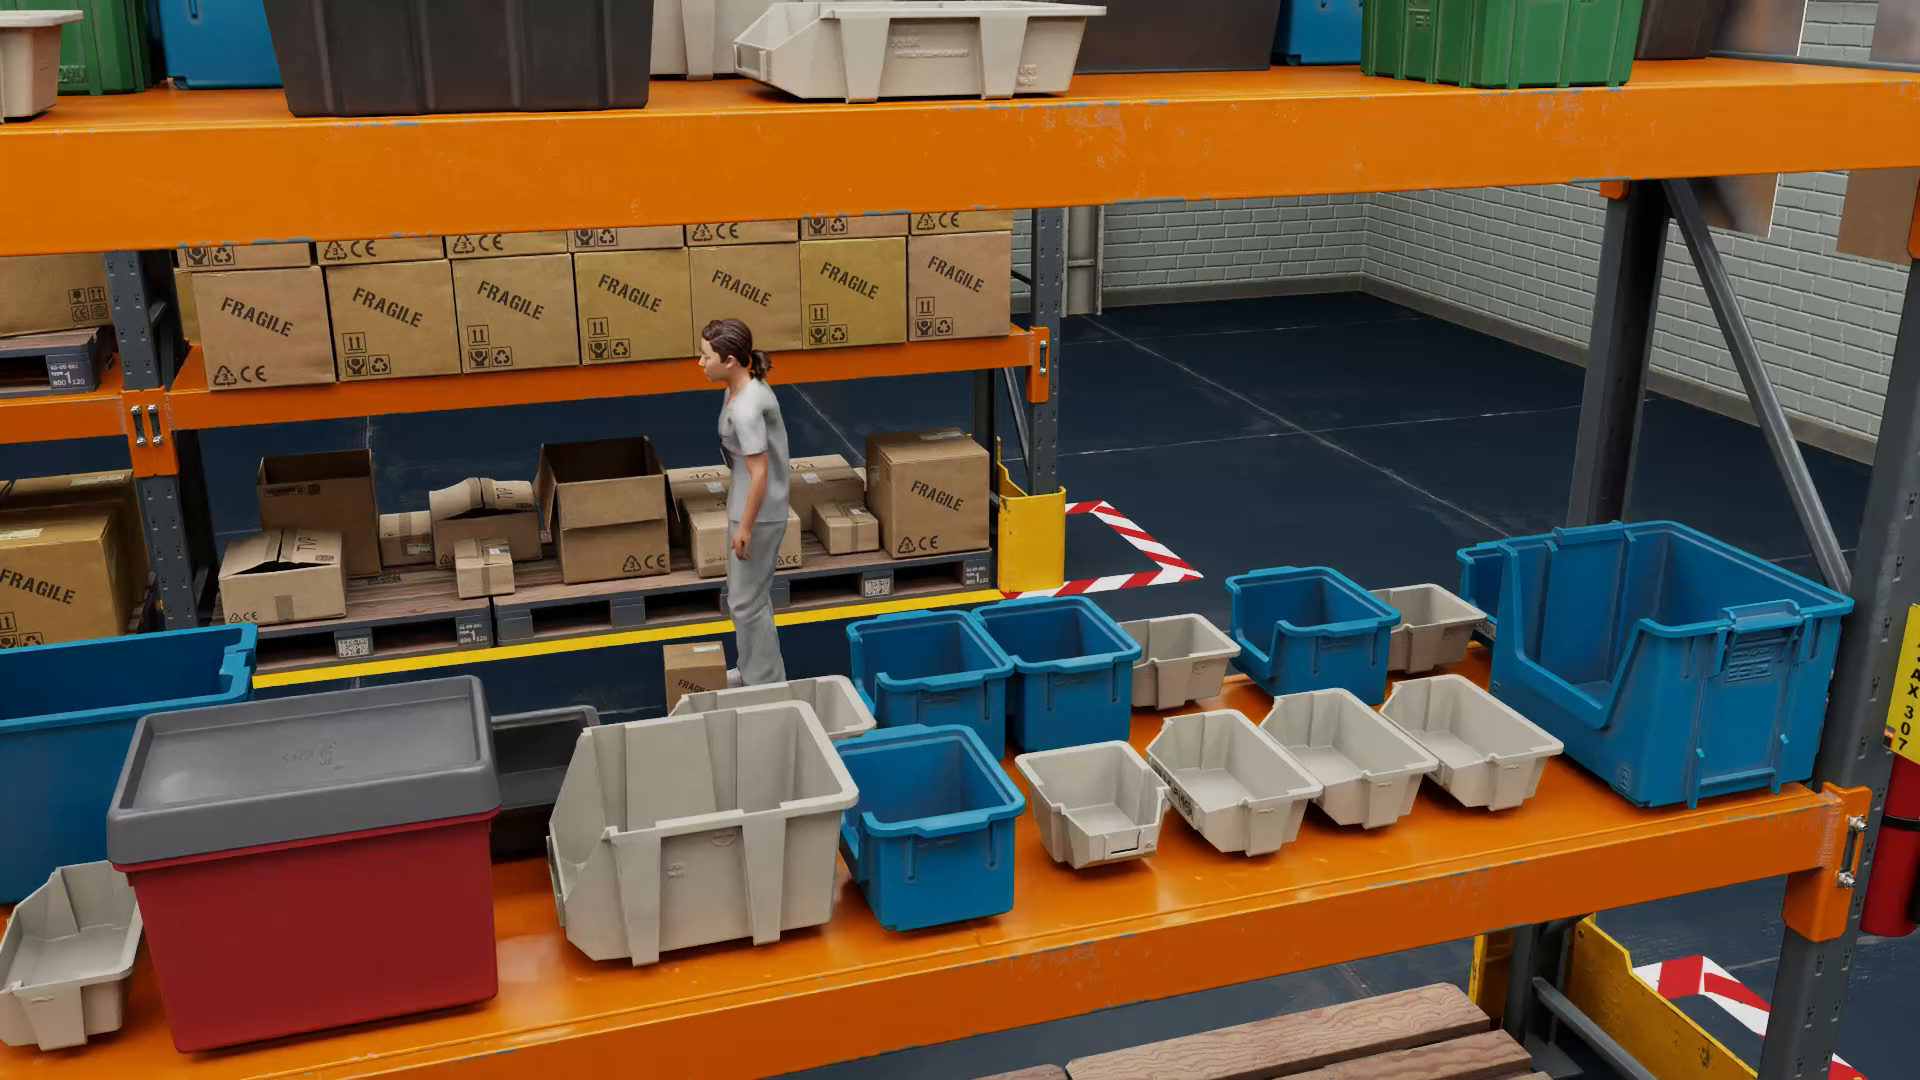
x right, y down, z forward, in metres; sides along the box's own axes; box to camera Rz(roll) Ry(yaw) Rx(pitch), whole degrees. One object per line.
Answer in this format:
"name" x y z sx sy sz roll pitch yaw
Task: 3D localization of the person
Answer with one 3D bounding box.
"person" -0.876 -0.093 6.834 0.353 1.673 0.485 -3 20 -10
